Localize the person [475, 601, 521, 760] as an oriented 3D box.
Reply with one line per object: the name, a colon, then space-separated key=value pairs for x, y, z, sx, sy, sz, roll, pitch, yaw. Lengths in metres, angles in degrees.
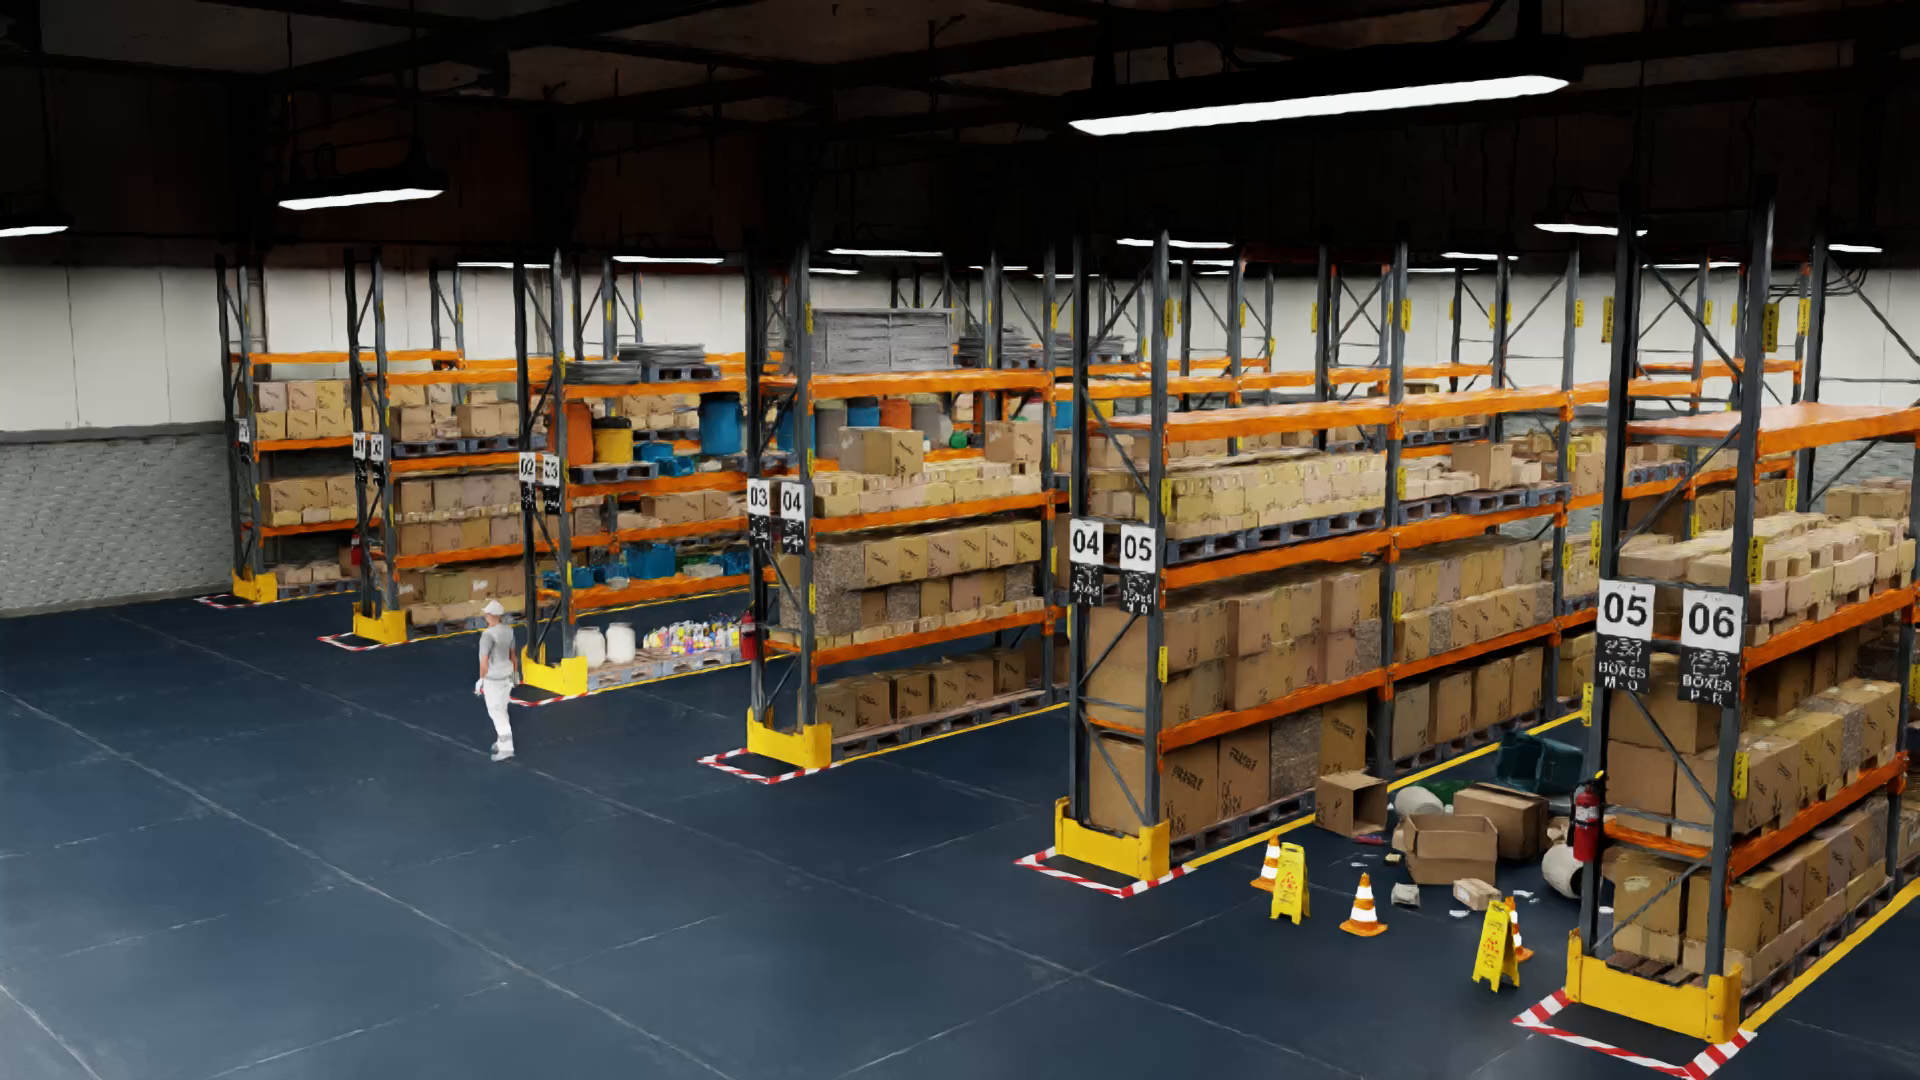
person: x=-5.306 y=1.598 z=19.090 sx=0.477 sy=1.787 sz=0.732 roll=2 pitch=8 yaw=15

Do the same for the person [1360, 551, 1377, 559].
person: x=5.966 y=0.947 z=24.214 sx=0.639 sy=1.628 sz=0.512 roll=7 pitch=11 yaw=42
